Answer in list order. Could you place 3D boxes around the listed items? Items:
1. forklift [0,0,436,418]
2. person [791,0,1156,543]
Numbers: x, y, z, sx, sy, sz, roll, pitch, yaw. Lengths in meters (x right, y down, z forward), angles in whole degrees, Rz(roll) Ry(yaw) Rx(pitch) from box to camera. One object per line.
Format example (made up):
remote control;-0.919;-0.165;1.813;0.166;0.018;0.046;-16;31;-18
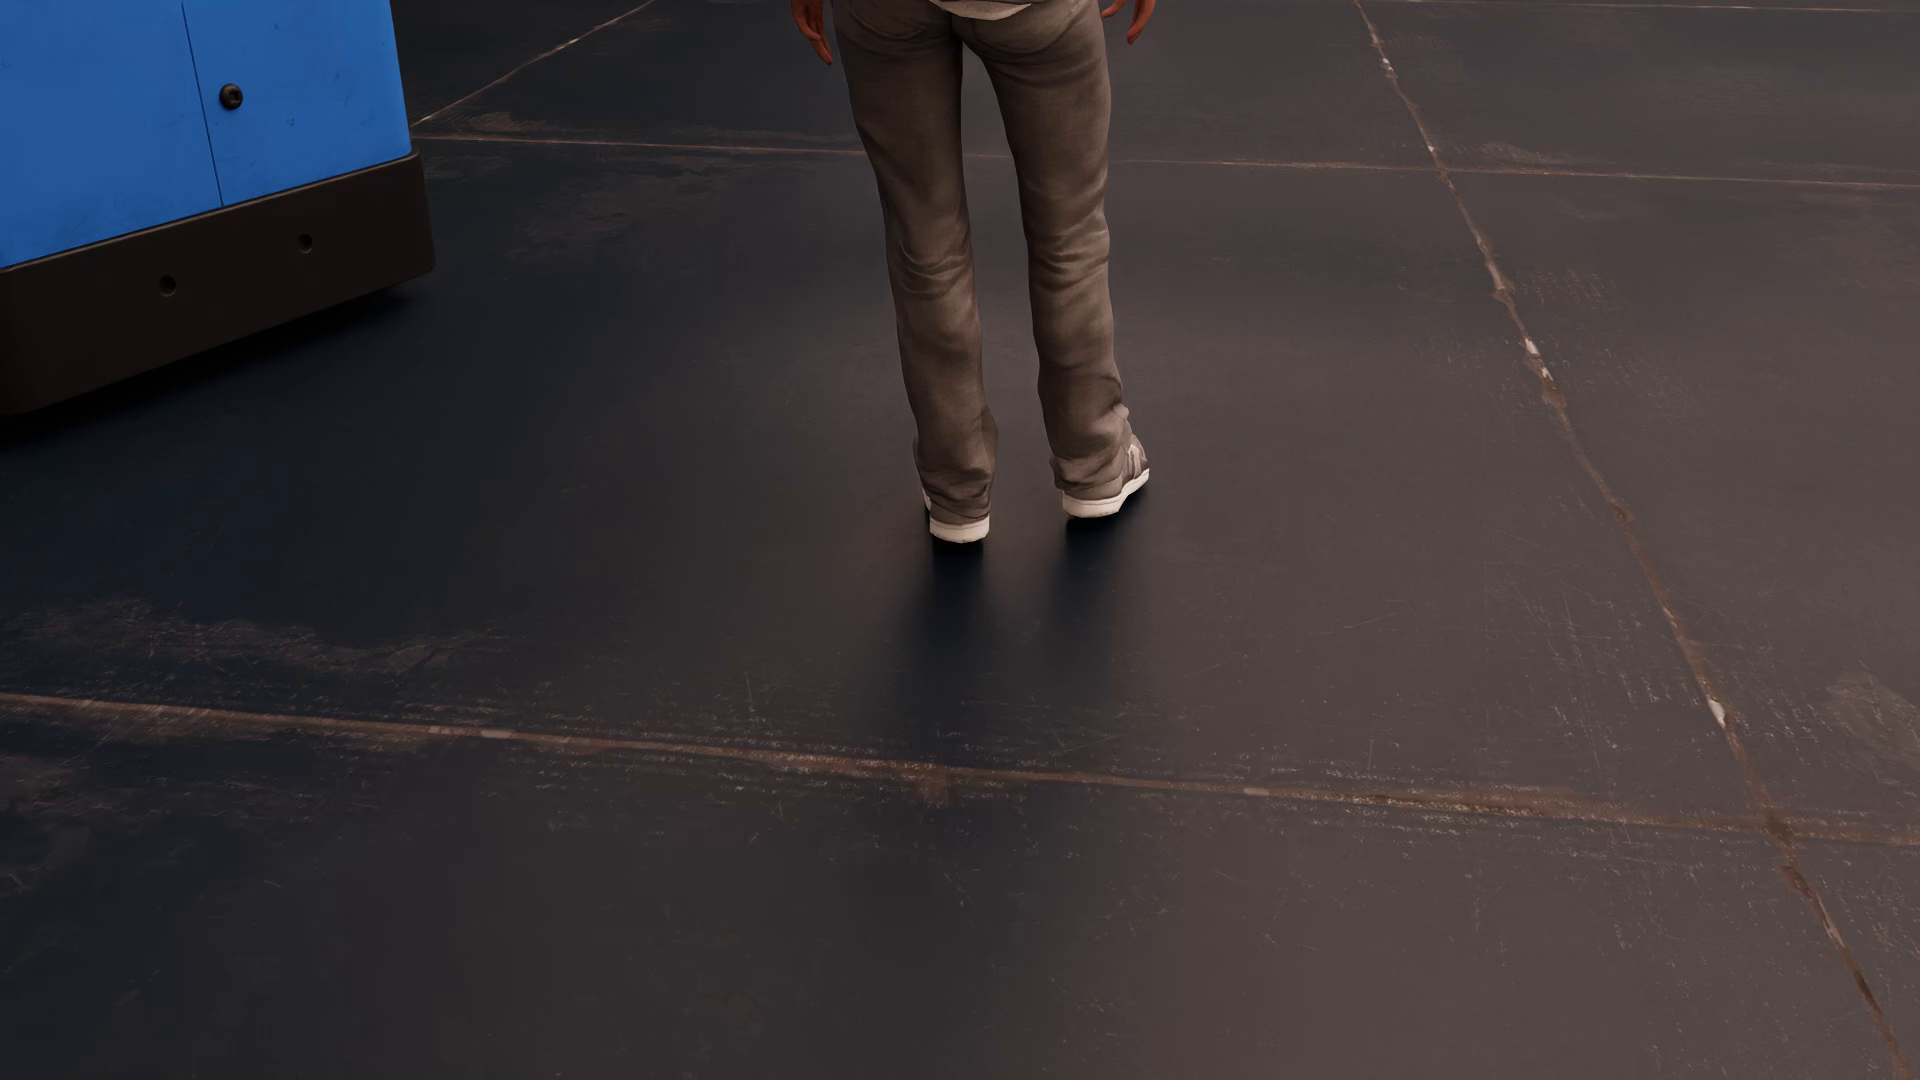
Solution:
forklift;-2.635;-1.966;3.158;3.031;2.935;1.130;14;30;26
person;0.024;-0.753;2.204;0.519;1.598;0.474;3;27;7
